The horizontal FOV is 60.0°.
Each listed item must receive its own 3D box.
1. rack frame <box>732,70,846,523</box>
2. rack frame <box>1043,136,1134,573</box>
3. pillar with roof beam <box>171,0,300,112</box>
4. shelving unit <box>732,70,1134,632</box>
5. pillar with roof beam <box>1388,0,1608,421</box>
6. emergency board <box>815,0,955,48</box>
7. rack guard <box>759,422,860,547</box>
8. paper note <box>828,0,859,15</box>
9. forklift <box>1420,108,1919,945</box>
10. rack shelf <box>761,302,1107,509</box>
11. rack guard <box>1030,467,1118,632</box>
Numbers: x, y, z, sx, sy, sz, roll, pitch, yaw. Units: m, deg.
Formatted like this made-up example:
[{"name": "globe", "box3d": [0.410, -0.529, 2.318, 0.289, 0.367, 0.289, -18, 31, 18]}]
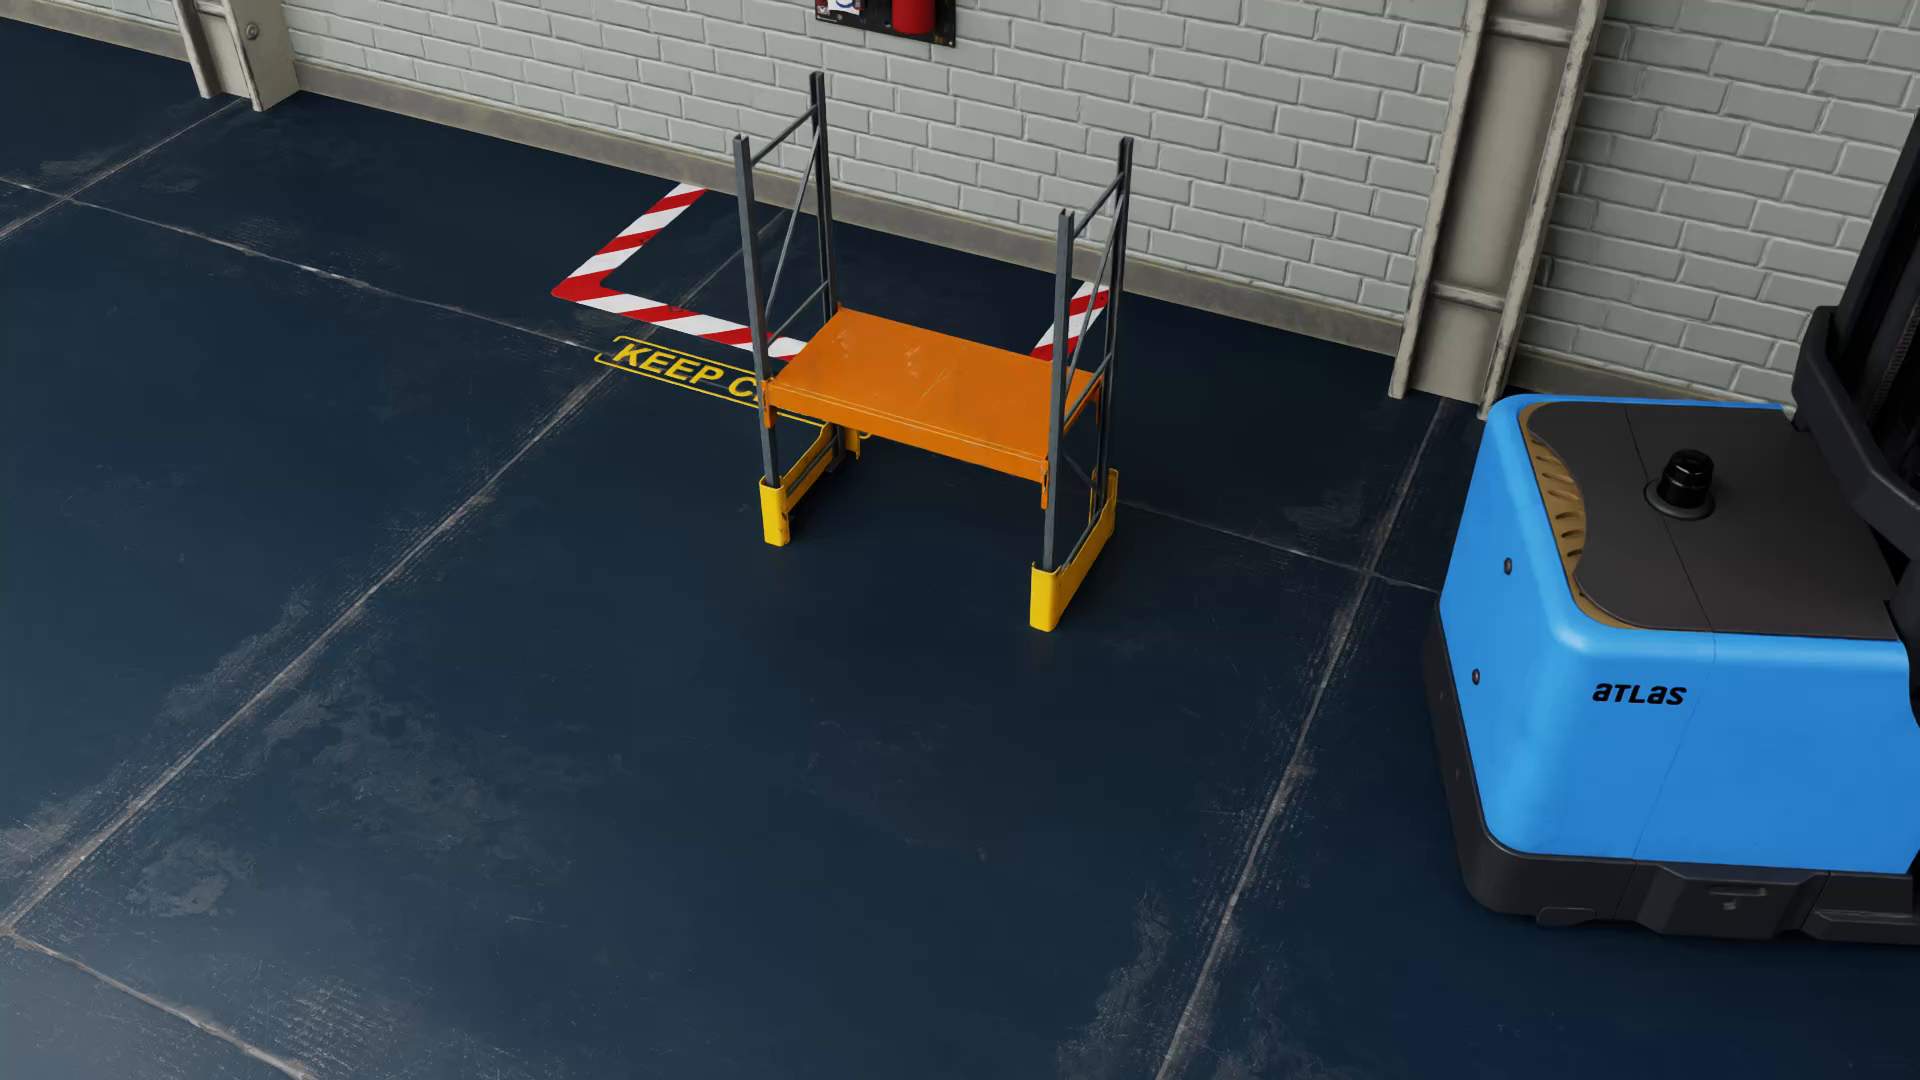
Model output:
[{"name": "rack frame", "box3d": [-0.538, -0.731, 5.448, 0.032, 1.500, 0.500, 17, 44, 19]}, {"name": "rack frame", "box3d": [0.383, -0.450, 5.124, 0.032, 1.500, 0.500, 17, 44, 19]}, {"name": "pillar with roof beam", "box3d": [-5.370, -3.097, 2.453, 0.400, 9.000, 9.100, 17, 44, 19]}, {"name": "shelving unit", "box3d": [-0.069, -0.588, 5.283, 1.083, 1.500, 0.587, 17, 44, 19]}, {"name": "pillar with roof beam", "box3d": [0.067, -1.436, 0.536, 0.400, 9.000, 9.100, 17, 44, 19]}, {"name": "emergency board", "box3d": [-0.336, -2.431, 6.264, 0.643, 1.169, 0.194, 17, 44, 19]}, {"name": "rack guard", "box3d": [-0.520, -0.253, 5.852, 0.087, 0.250, 0.587, 17, 44, 19]}, {"name": "paper note", "box3d": [-0.467, -2.188, 6.657, 0.142, 0.148, 0.016, 17, 44, 19]}, {"name": "forklift", "box3d": [2.922, -0.325, 3.888, 3.031, 2.935, 1.130, 3, 41, 3]}, {"name": "rack shelf", "box3d": [-0.077, -0.454, 5.404, 1.000, 0.185, 0.538, 17, 44, 19]}, {"name": "rack guard", "box3d": [0.382, 0.022, 5.533, 0.087, 0.250, 0.587, 17, 44, 19]}]
